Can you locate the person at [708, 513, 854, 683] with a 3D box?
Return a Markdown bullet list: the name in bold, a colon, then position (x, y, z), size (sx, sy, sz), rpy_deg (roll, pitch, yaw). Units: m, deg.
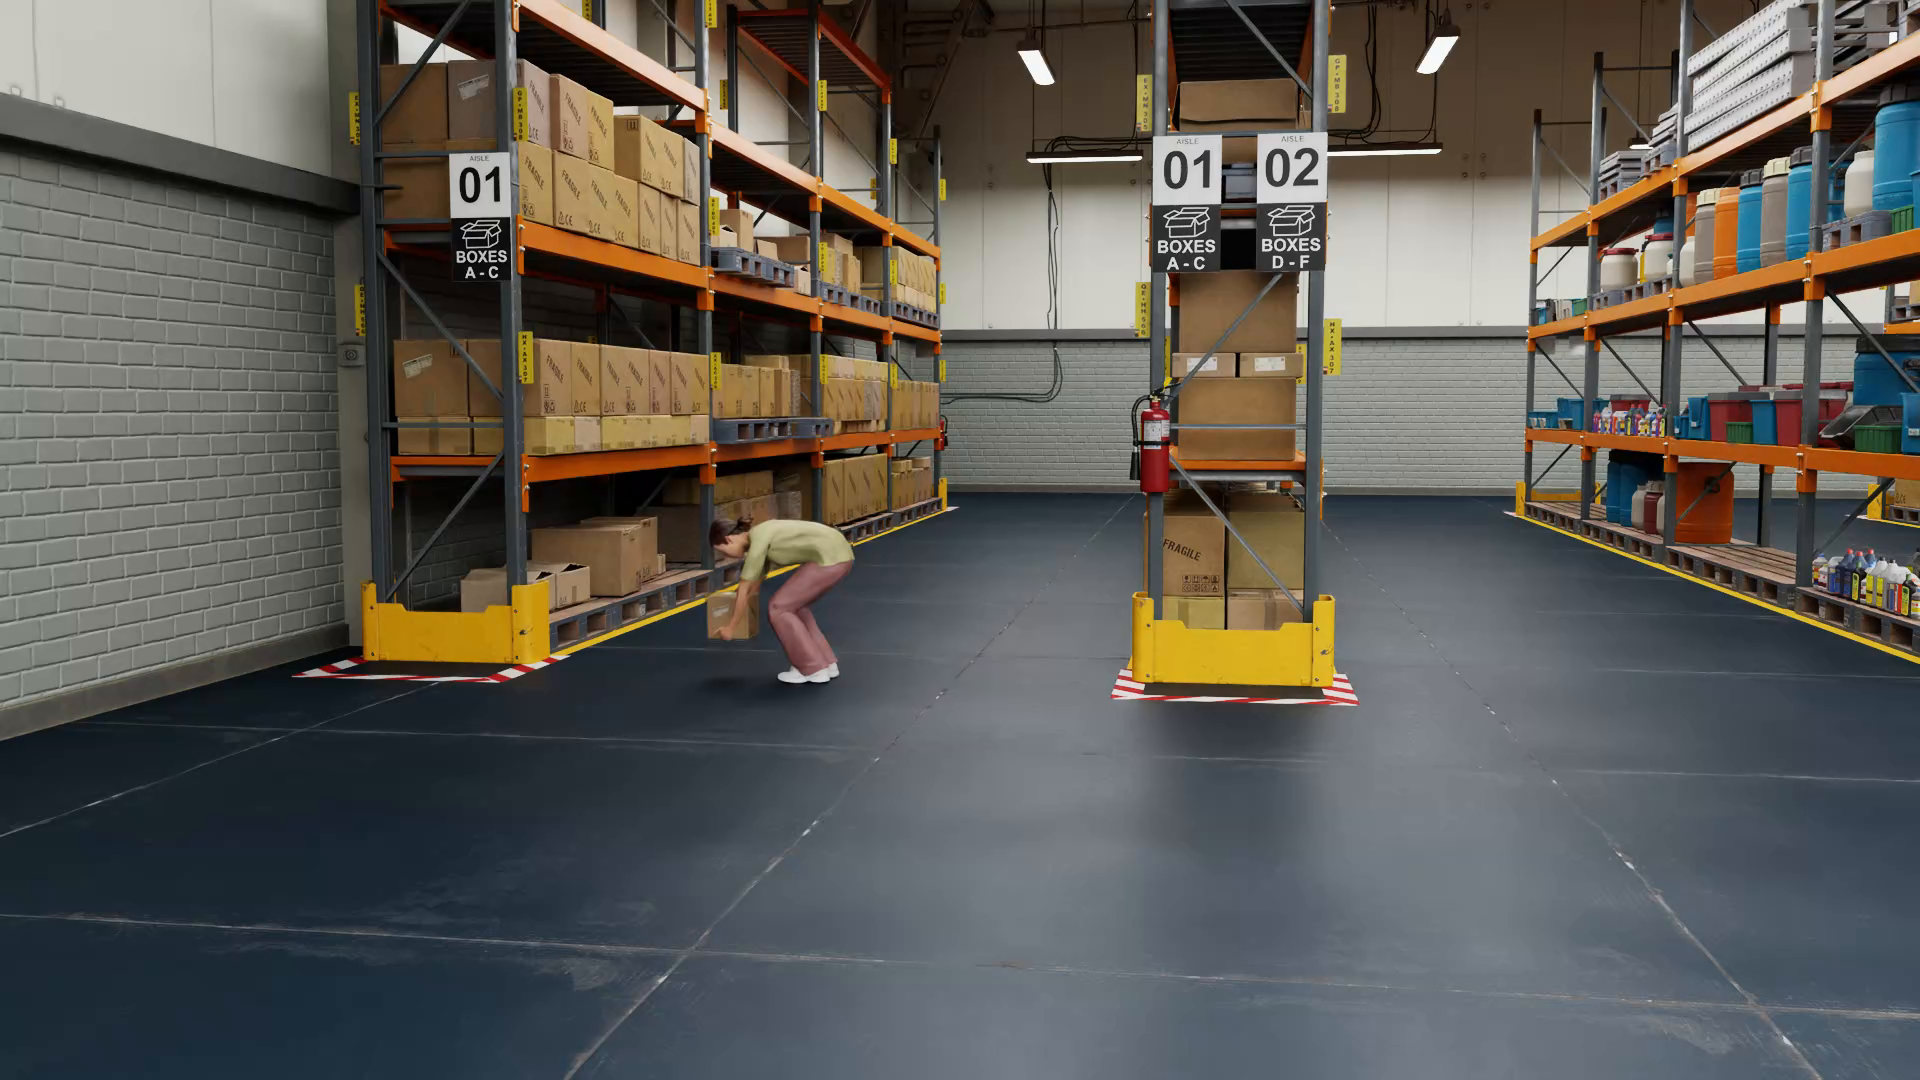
- **person**: position (-1.067, 0.359, 9.905), size (0.868, 0.952, 0.471), rpy_deg (1, 5, 6)
